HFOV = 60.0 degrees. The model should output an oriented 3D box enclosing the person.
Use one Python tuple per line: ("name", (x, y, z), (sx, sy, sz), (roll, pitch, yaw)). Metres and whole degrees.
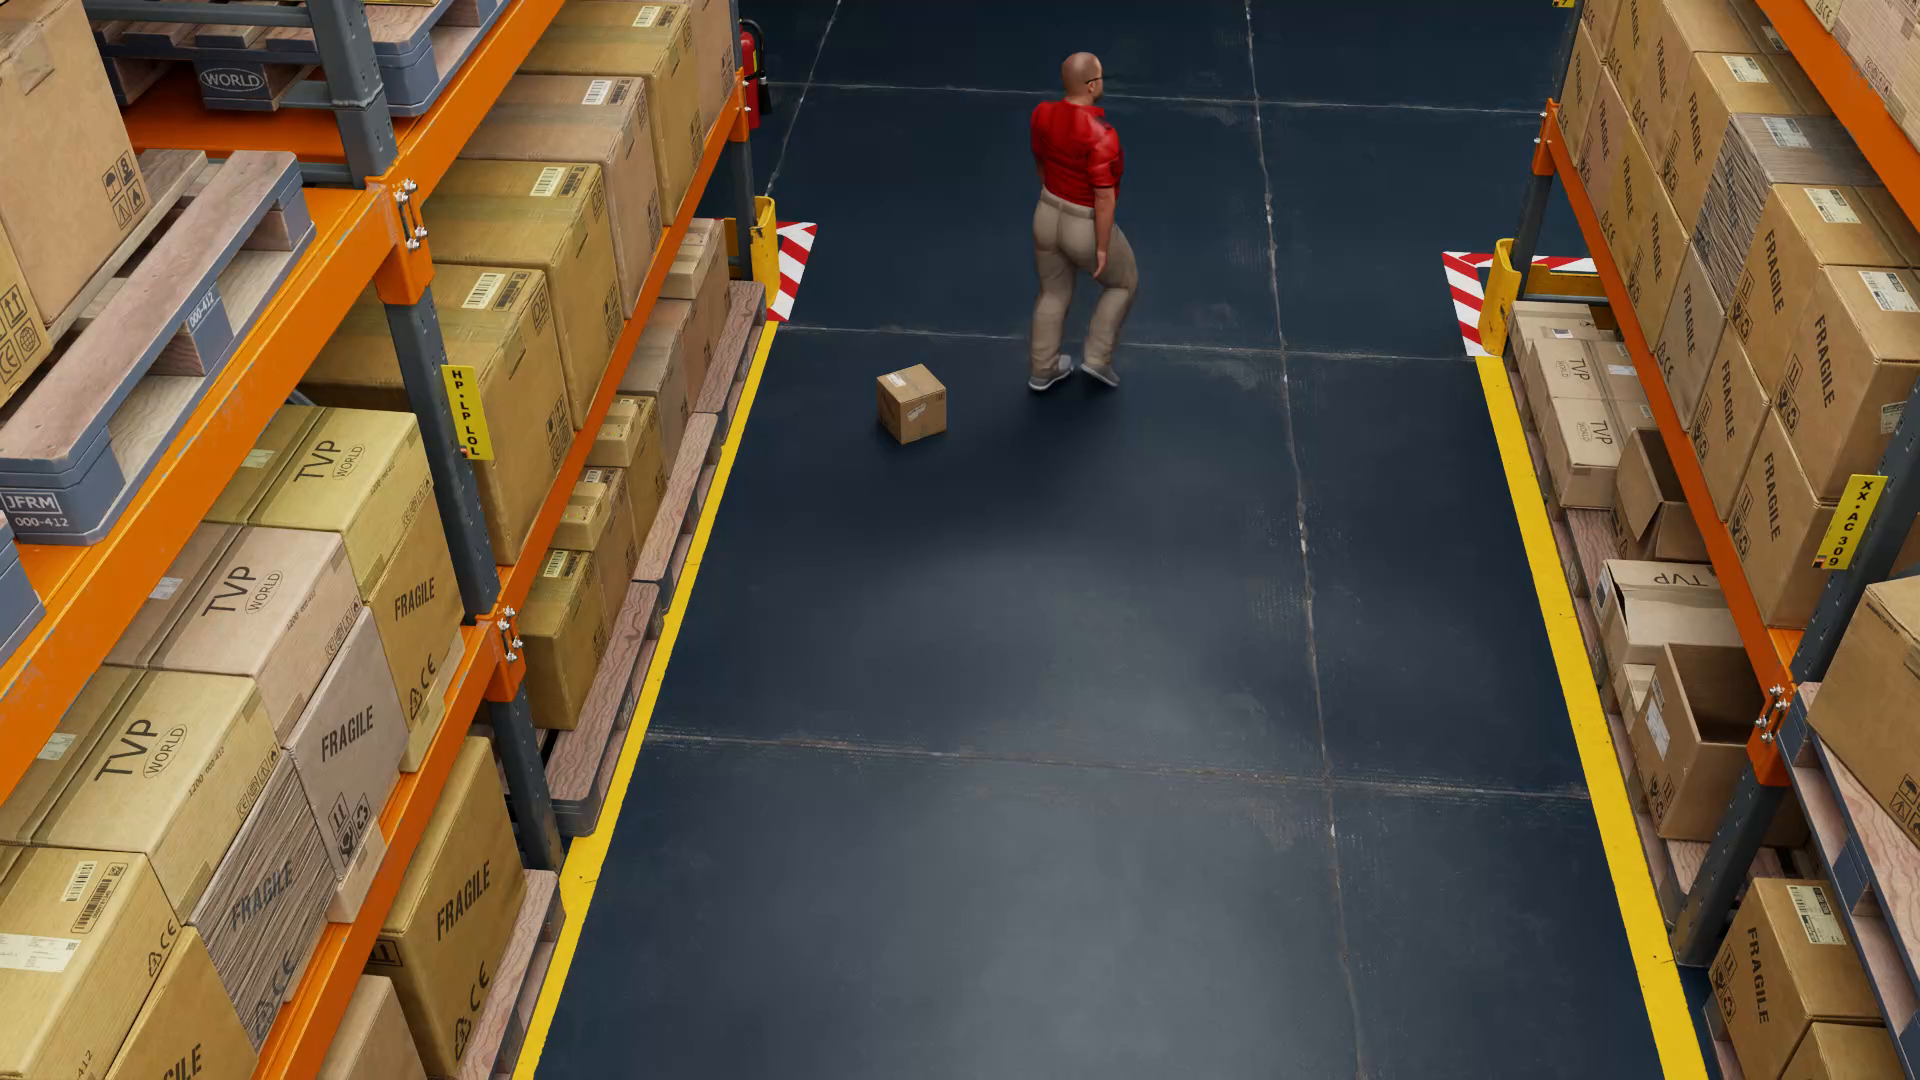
("person", (0.567, -1.471, 7.958), (0.543, 1.794, 0.506), (29, 48, 30))
